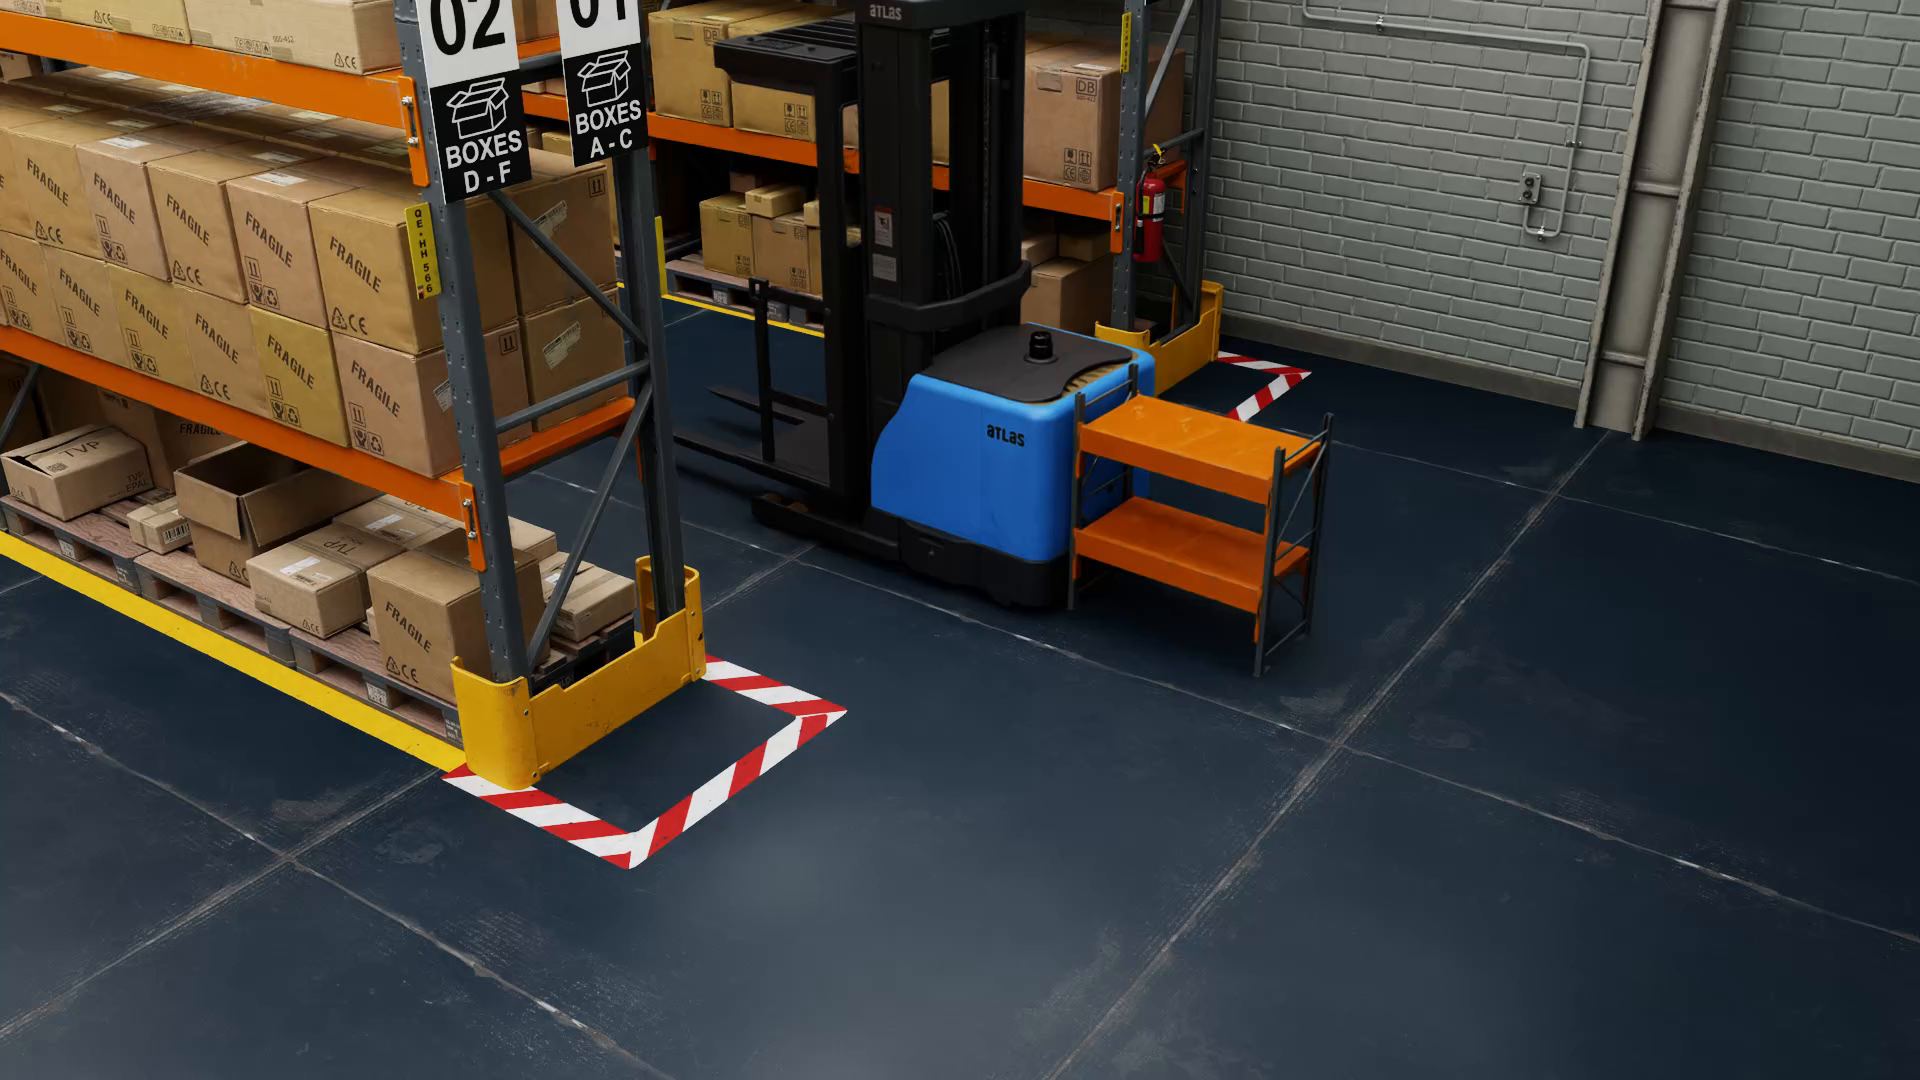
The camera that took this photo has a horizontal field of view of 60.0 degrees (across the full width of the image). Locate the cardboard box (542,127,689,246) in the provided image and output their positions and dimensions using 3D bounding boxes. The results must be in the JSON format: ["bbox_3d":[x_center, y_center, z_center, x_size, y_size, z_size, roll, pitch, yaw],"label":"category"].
[{"bbox_3d":[-2.643,-2.778,12.808,0.750,0.750,0.750,18,32,31],"label":"cardboard box"}]

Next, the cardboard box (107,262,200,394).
[{"bbox_3d":[-3.315,-1.000,7.297,0.500,0.500,0.500,17,31,30],"label":"cardboard box"}]

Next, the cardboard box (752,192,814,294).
[{"bbox_3d":[-1.063,-2.143,11.947,0.500,0.500,0.700,17,32,30],"label":"cardboard box"}]

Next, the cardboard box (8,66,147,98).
[{"bbox_3d":[-4.272,-2.035,8.228,0.500,0.500,0.500,17,32,31],"label":"cardboard box"}]

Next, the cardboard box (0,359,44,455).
[{"bbox_3d":[-5.404,-0.679,9.048,0.500,0.500,0.500,17,32,30],"label":"cardboard box"}]

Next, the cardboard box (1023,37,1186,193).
[{"bbox_3d":[0.837,-2.664,10.347,0.700,0.700,0.980,19,33,33],"label":"cardboard box"}]

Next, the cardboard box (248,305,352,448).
[{"bbox_3d":[-2.491,-0.740,6.787,0.500,0.500,0.500,18,32,31],"label":"cardboard box"}]

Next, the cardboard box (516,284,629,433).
[{"bbox_3d":[-1.755,-0.807,6.919,0.500,0.500,0.500,18,32,31],"label":"cardboard box"}]

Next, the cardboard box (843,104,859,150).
[{"bbox_3d":[-0.392,-3.046,11.097,0.700,0.700,0.980,16,31,28],"label":"cardboard box"}]

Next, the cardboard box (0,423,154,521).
[{"bbox_3d":[-4.612,-0.387,8.682,0.500,0.311,0.500,17,32,30],"label":"cardboard box"}]

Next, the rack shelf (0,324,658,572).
[{"bbox_3d":[-3.187,-0.743,7.696,4.000,0.370,1.077,17,32,30],"label":"rack shelf"}]

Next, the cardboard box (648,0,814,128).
[{"bbox_3d":[-1.596,-3.419,11.830,0.700,0.700,0.980,18,32,31],"label":"cardboard box"}]

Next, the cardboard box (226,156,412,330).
[{"bbox_3d":[-2.478,-1.181,6.552,0.500,0.500,0.500,18,32,32],"label":"cardboard box"}]

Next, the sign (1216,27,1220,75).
[{"bbox_3d":[1.582,-3.030,10.355,0.005,0.325,0.100,17,32,30],"label":"sign"}]

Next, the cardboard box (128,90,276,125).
[{"bbox_3d":[-3.433,-1.775,7.717,0.500,0.500,0.500,18,32,31],"label":"cardboard box"}]

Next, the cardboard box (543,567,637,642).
[{"bbox_3d":[-1.689,0.288,7.535,0.250,0.149,0.380,17,32,30],"label":"cardboard box"}]

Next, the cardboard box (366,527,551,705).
[{"bbox_3d":[-2.126,0.320,7.085,0.500,0.500,0.500,17,32,30],"label":"cardboard box"}]

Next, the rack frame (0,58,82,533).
[{"bbox_3d":[-4.835,-1.577,8.542,0.127,3.000,1.000,17,32,30],"label":"rack frame"}]

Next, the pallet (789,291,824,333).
[{"bbox_3d":[-0.442,-1.650,11.760,1.213,0.211,1.003,17,32,30],"label":"pallet"}]

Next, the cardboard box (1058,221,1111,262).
[{"bbox_3d":[0.846,-1.950,10.853,0.250,0.149,0.380,18,32,31],"label":"cardboard box"}]

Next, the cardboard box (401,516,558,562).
[{"bbox_3d":[-2.238,0.105,7.783,0.500,0.250,0.500,17,32,30],"label":"cardboard box"}]

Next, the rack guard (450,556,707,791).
[{"bbox_3d":[-1.601,0.544,7.129,0.348,0.500,1.175,17,32,30],"label":"rack guard"}]

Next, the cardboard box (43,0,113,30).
[{"bbox_3d":[-3.339,-2.244,6.711,0.500,0.250,0.500,17,32,30],"label":"cardboard box"}]

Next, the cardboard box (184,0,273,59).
[{"bbox_3d":[-2.517,-1.986,6.204,0.500,0.250,0.500,17,32,30],"label":"cardboard box"}]

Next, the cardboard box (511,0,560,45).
[{"bbox_3d":[-1.818,-2.047,6.324,0.500,0.250,0.500,17,32,30],"label":"cardboard box"}]

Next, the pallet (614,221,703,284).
[{"bbox_3d":[-2.713,-2.358,13.150,1.213,0.211,1.003,17,32,30],"label":"pallet"}]

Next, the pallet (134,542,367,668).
[{"bbox_3d":[-3.260,0.155,8.213,1.213,0.211,1.003,17,32,30],"label":"pallet"}]

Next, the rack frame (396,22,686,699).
[{"bbox_3d":[-1.538,-0.550,6.524,0.127,3.000,1.000,17,32,30],"label":"rack frame"}]

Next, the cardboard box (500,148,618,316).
[{"bbox_3d":[-1.755,-1.253,6.692,0.500,0.500,0.500,18,32,32],"label":"cardboard box"}]

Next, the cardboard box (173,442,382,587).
[{"bbox_3d":[-3.284,-0.180,8.065,0.637,0.503,0.797,17,32,30],"label":"cardboard box"}]

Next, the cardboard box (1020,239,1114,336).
[{"bbox_3d":[0.630,-1.619,10.917,0.500,0.500,0.700,17,32,30],"label":"cardboard box"}]

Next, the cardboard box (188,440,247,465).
[{"bbox_3d":[-3.862,-0.389,8.865,0.250,0.149,0.380,17,32,30],"label":"cardboard box"}]

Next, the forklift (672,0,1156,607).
[{"bbox_3d":[-0.496,-1.507,8.480,3.031,2.935,1.130,19,33,33],"label":"forklift"}]

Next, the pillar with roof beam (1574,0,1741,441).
[{"bbox_3d":[1.541,-3.097,4.915,0.400,9.000,9.100,17,32,30],"label":"pillar with roof beam"}]

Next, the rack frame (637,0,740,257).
[{"bbox_3d":[-2.034,-3.430,12.183,0.127,3.000,1.000,17,32,30],"label":"rack frame"}]

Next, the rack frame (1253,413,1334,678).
[{"bbox_3d":[1.494,0.030,7.450,0.032,1.125,0.500,19,33,33],"label":"rack frame"}]

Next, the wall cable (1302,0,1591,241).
[{"bbox_3d":[2.854,-2.881,9.983,1.851,1.984,0.084,17,32,30],"label":"wall cable"}]

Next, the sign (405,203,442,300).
[{"bbox_3d":[-1.869,-1.005,5.792,0.005,0.325,0.100,17,32,30],"label":"sign"}]

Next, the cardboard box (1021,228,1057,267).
[{"bbox_3d":[0.421,-1.873,10.700,0.250,0.149,0.380,17,31,30],"label":"cardboard box"}]

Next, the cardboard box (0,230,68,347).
[{"bbox_3d":[-4.146,-1.259,7.806,0.500,0.500,0.500,18,32,31],"label":"cardboard box"}]

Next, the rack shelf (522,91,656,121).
[{"bbox_3d":[-3.682,-3.623,13.356,4.000,0.370,1.077,17,32,30],"label":"rack shelf"}]

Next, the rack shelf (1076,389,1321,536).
[{"bbox_3d":[1.091,-0.371,7.593,1.000,0.278,0.538,19,33,33],"label":"rack shelf"}]

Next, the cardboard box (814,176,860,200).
[{"bbox_3d":[-0.830,-2.472,11.877,0.250,0.149,0.380,16,31,29],"label":"cardboard box"}]

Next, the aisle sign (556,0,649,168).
[{"bbox_3d":[-1.316,-1.801,6.116,0.004,0.787,0.394,17,32,30],"label":"aisle sign"}]

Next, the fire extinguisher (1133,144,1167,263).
[{"bbox_3d":[1.126,-1.991,9.852,0.183,0.674,0.296,17,32,30],"label":"fire extinguisher"}]

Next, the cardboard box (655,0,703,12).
[{"bbox_3d":[-2.270,-3.829,12.506,0.500,0.500,0.500,16,31,29],"label":"cardboard box"}]

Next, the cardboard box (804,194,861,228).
[{"bbox_3d":[-0.866,-2.272,11.485,0.250,0.149,0.380,16,31,29],"label":"cardboard box"}]

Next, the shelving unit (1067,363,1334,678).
[{"bbox_3d":[1.091,-0.110,7.726,1.048,1.125,0.538,19,33,33],"label":"shelving unit"}]

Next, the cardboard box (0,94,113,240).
[{"bbox_3d":[-4.181,-1.709,7.589,0.500,0.500,0.500,16,31,29],"label":"cardboard box"}]

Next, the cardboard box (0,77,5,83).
[{"bbox_3d":[-9.935,-4.828,17.589,0.250,0.149,0.380,15,30,26],"label":"cardboard box"}]

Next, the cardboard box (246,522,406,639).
[{"bbox_3d":[-2.892,0.176,7.643,0.500,0.250,0.500,17,32,30],"label":"cardboard box"}]

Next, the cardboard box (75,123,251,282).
[{"bbox_3d":[-3.331,-1.445,7.069,0.500,0.500,0.500,18,32,32],"label":"cardboard box"}]

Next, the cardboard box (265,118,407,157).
[{"bbox_3d":[-2.600,-1.515,7.207,0.500,0.500,0.500,18,32,31],"label":"cardboard box"}]

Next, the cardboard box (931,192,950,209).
[{"bbox_3d":[-0.200,-2.275,11.492,0.250,0.149,0.380,18,32,31],"label":"cardboard box"}]

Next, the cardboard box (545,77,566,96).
[{"bbox_3d":[-2.882,-3.448,12.472,0.250,0.149,0.380,18,32,32],"label":"cardboard box"}]
